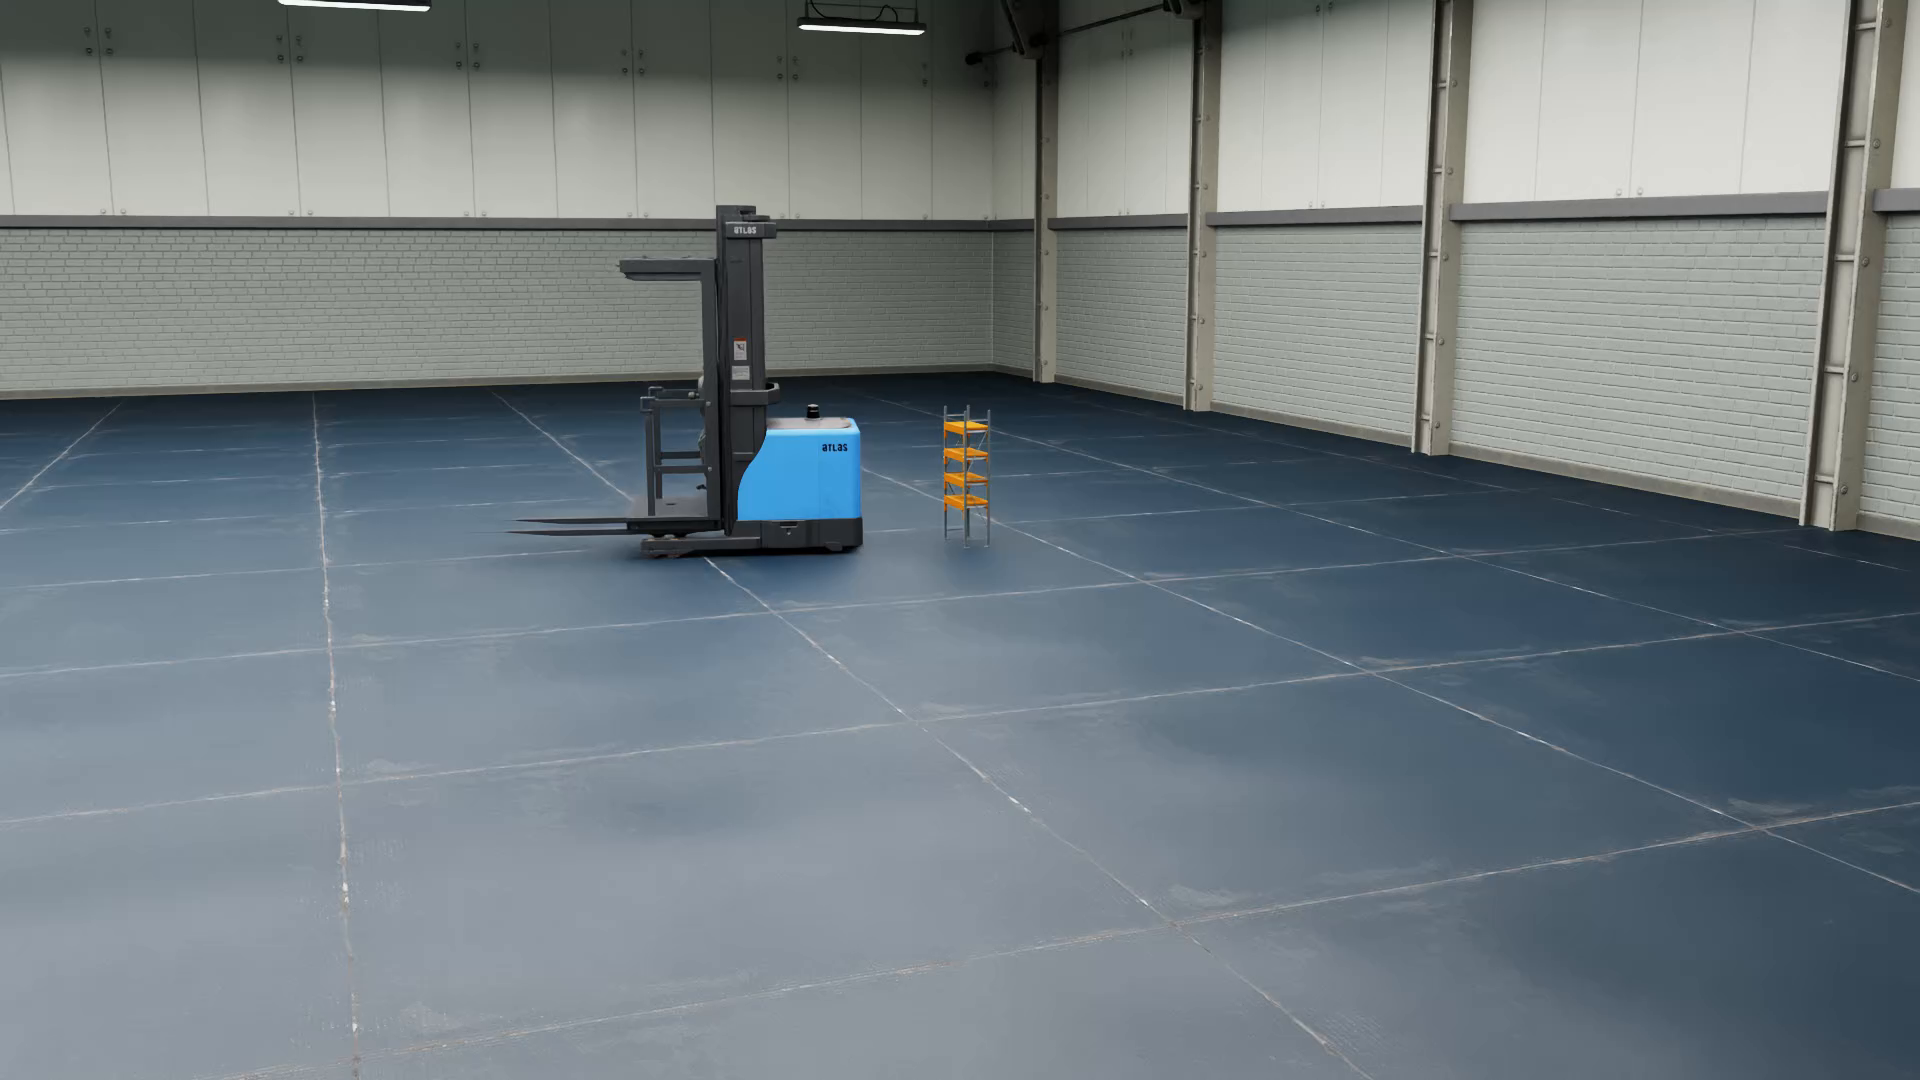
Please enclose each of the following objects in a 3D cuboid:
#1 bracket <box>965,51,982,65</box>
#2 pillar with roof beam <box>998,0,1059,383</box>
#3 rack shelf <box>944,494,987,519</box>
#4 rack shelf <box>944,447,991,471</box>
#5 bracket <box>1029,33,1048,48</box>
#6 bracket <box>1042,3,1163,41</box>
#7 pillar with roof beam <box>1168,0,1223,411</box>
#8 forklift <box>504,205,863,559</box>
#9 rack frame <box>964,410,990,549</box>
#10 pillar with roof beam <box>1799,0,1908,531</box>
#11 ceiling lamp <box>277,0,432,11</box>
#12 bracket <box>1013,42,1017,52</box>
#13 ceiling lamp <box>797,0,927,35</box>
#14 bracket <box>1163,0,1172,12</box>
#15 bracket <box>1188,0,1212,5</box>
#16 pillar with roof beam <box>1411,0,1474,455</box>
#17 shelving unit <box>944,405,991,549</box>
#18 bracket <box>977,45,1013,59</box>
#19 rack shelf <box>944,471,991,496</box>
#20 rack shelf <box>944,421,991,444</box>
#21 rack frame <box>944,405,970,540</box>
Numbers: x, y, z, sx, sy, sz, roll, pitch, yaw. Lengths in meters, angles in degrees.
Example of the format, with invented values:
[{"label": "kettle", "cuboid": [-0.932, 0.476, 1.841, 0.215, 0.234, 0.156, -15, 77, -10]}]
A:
[{"label": "bracket", "cuboid": [0.291, -9.697, 33.461, 0.235, 0.232, 0.430, -4, 11, -21]}, {"label": "pillar with roof beam", "cuboid": [-2.382, -7.219, 29.811, 9.100, 9.000, 0.548, -4, 11, -21]}, {"label": "rack shelf", "cuboid": [0.060, -0.302, 14.710, 0.258, 0.148, 0.480, -4, 11, -21]}, {"label": "rack shelf", "cuboid": [0.060, -0.718, 14.636, 0.258, 0.148, 0.480, -4, 11, -21]}, {"label": "bracket", "cuboid": [1.450, -9.175, 30.525, 0.235, 0.232, 0.430, -4, 11, -21]}, {"label": "bracket", "cuboid": [2.384, -8.754, 28.160, 0.076, 0.066, 4.783, -4, 11, -21]}, {"label": "pillar with roof beam", "cuboid": [-0.208, -6.240, 24.306, 9.100, 9.000, 0.548, -4, 11, -21]}, {"label": "forklift", "cuboid": [-2.390, -1.383, 14.329, 3.031, 2.935, 1.130, -1, 10, -6]}, {"label": "rack frame", "cuboid": [0.148, -0.524, 14.439, 0.240, 1.200, 0.015, -4, 11, -21]}, {"label": "pillar with roof beam", "cuboid": [4.141, -4.281, 13.294, 9.100, 9.000, 0.400, -4, 11, -21]}, {"label": "ceiling lamp", "cuboid": [-8.434, -8.955, 22.902, 2.000, 3.185, 0.800, -4, 11, -21]}, {"label": "bracket", "cuboid": [1.149, -9.310, 31.286, 0.235, 0.232, 0.430, -4, 11, -21]}, {"label": "ceiling lamp", "cuboid": [-1.592, -9.421, 25.521, 2.000, 3.185, 0.800, -4, 11, -21]}, {"label": "bracket", "cuboid": [3.324, -8.331, 25.781, 0.235, 0.232, 0.430, -4, 11, -21]}, {"label": "bracket", "cuboid": [3.624, -8.195, 25.019, 0.235, 0.232, 0.430, -4, 11, -21]}, {"label": "pillar with roof beam", "cuboid": [1.967, -5.261, 18.800, 9.100, 9.000, 0.400, -4, 11, -21]}, {"label": "shelving unit", "cuboid": [0.060, -0.564, 14.663, 0.258, 1.200, 0.503, -4, 11, -21]}, {"label": "bracket", "cuboid": [0.505, -9.601, 32.919, 0.076, 0.066, 3.189, -4, 11, -21]}, {"label": "rack shelf", "cuboid": [0.060, -0.497, 14.675, 0.258, 0.148, 0.480, -4, 11, -21]}, {"label": "rack shelf", "cuboid": [0.060, -0.951, 14.594, 0.258, 0.148, 0.480, -4, 11, -21]}, {"label": "rack frame", "cuboid": [-0.028, -0.604, 14.887, 0.240, 1.200, 0.015, -4, 11, -21]}]
